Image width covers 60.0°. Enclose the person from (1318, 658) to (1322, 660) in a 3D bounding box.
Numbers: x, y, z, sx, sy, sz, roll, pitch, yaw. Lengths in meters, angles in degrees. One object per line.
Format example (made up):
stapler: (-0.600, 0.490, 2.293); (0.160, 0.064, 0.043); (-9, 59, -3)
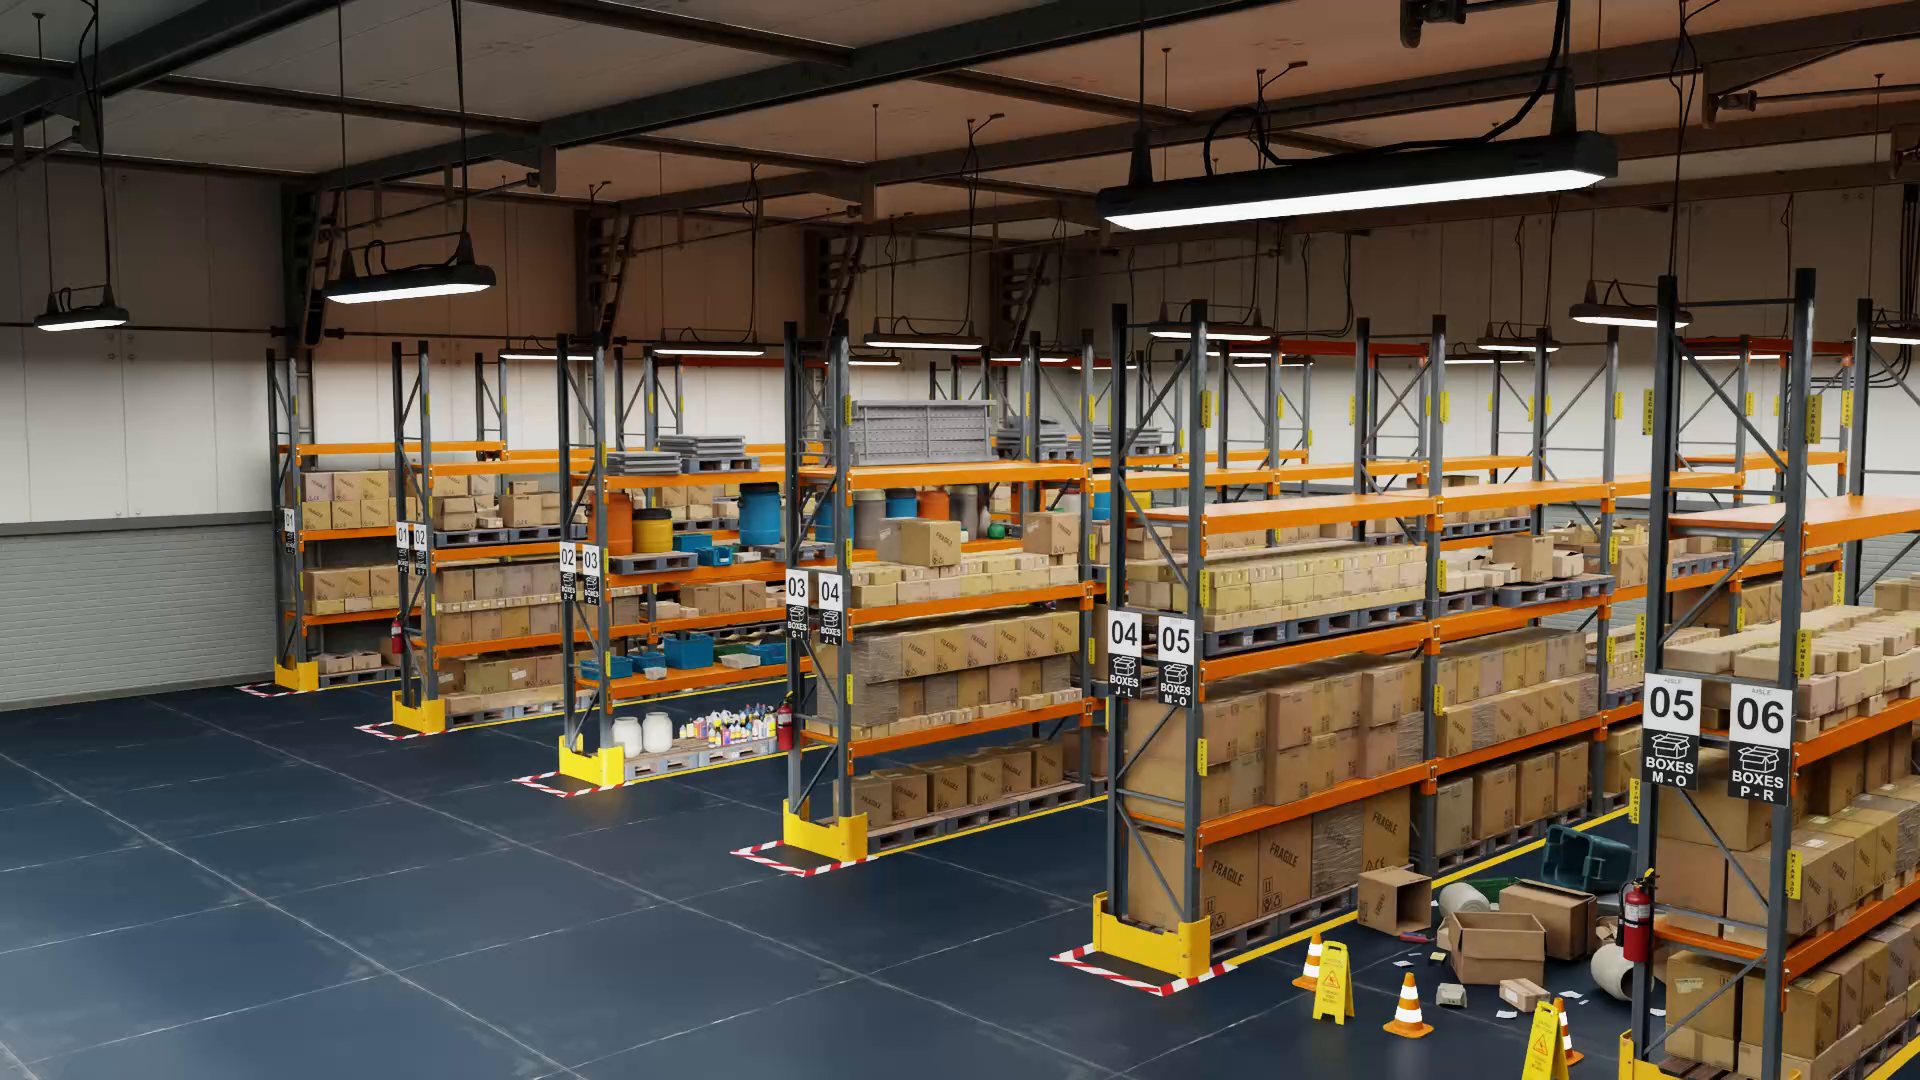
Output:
person: (4.825, 2.367, 21.964); (0.606, 1.771, 0.542); (-2, 5, -18)
